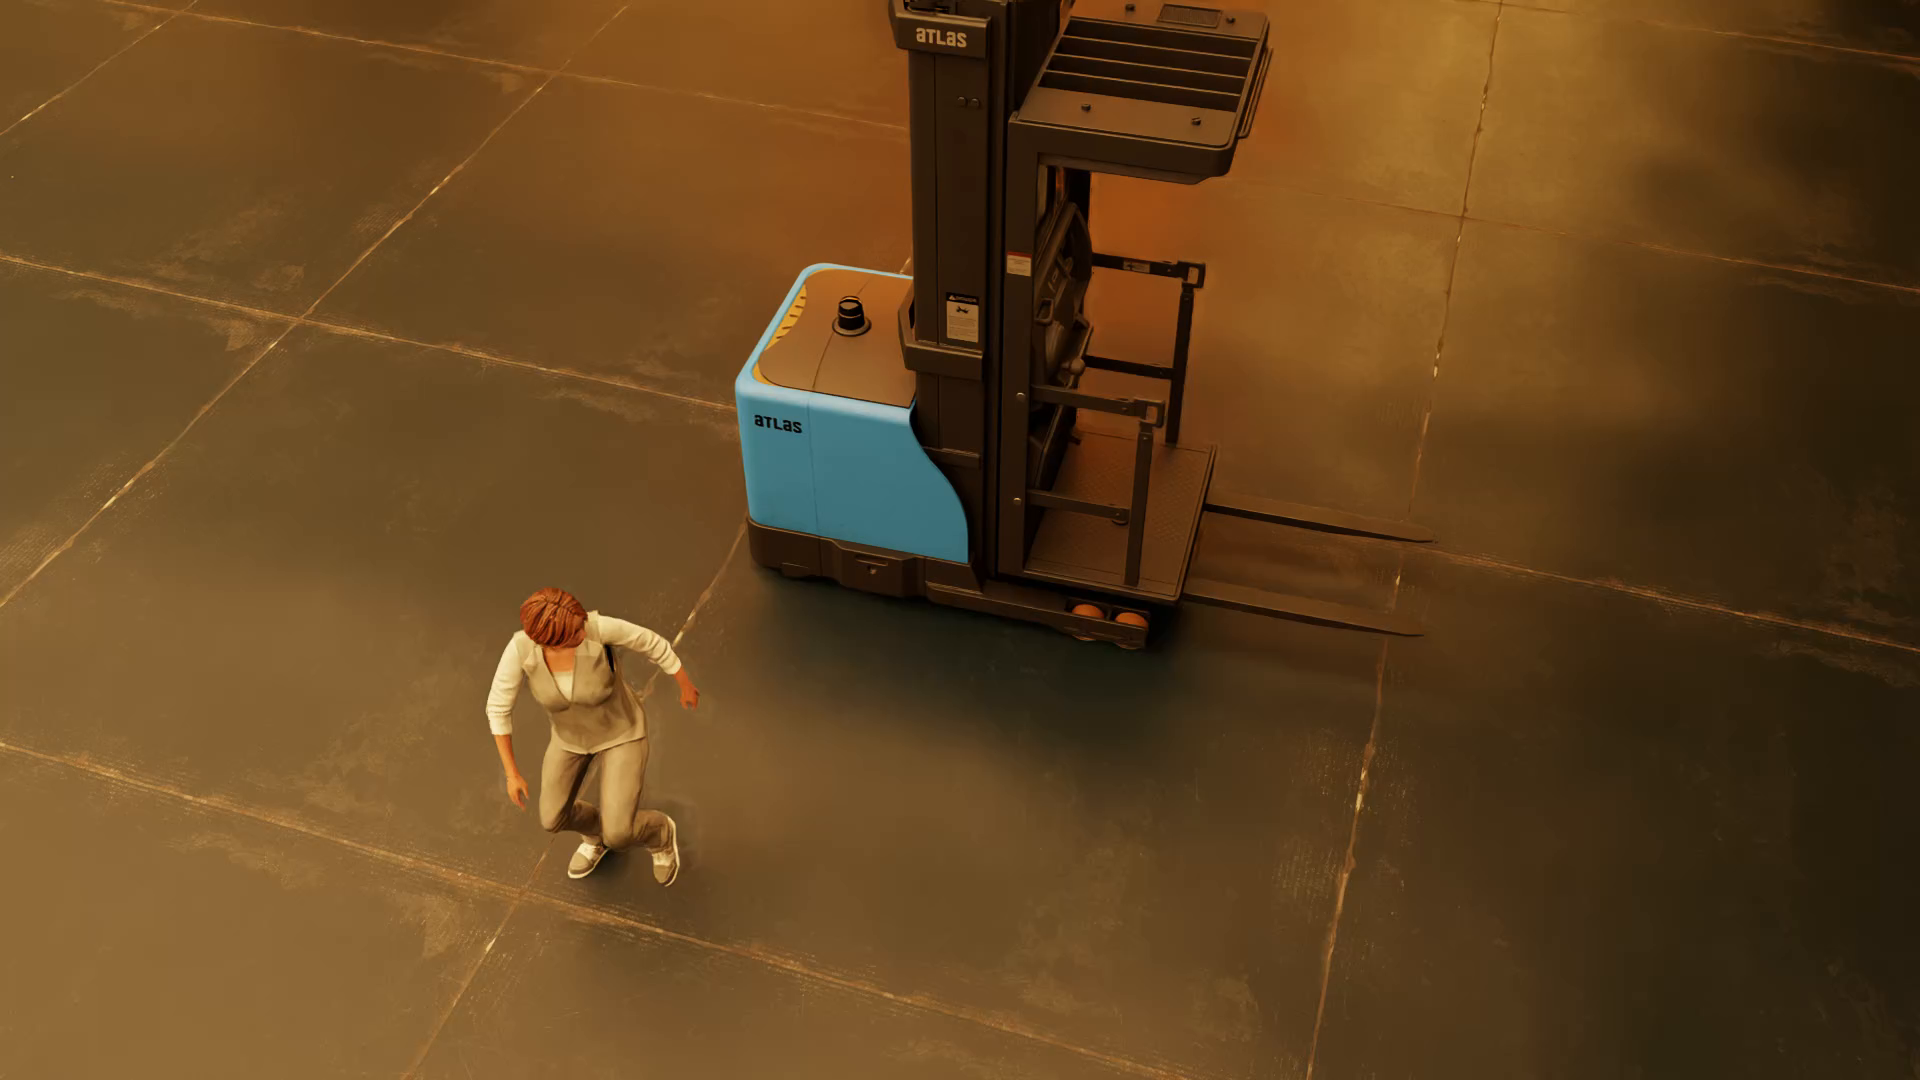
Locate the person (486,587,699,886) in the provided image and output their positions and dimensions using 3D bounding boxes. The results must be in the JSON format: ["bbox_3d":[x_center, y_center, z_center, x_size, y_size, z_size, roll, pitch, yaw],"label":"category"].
[{"bbox_3d":[-1.316,0.731,5.955,0.648,1.512,0.580,7,43,7],"label":"person"}]

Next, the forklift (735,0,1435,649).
[{"bbox_3d":[0.607,-0.996,6.759,3.031,2.935,1.130,11,44,11],"label":"forklift"}]
